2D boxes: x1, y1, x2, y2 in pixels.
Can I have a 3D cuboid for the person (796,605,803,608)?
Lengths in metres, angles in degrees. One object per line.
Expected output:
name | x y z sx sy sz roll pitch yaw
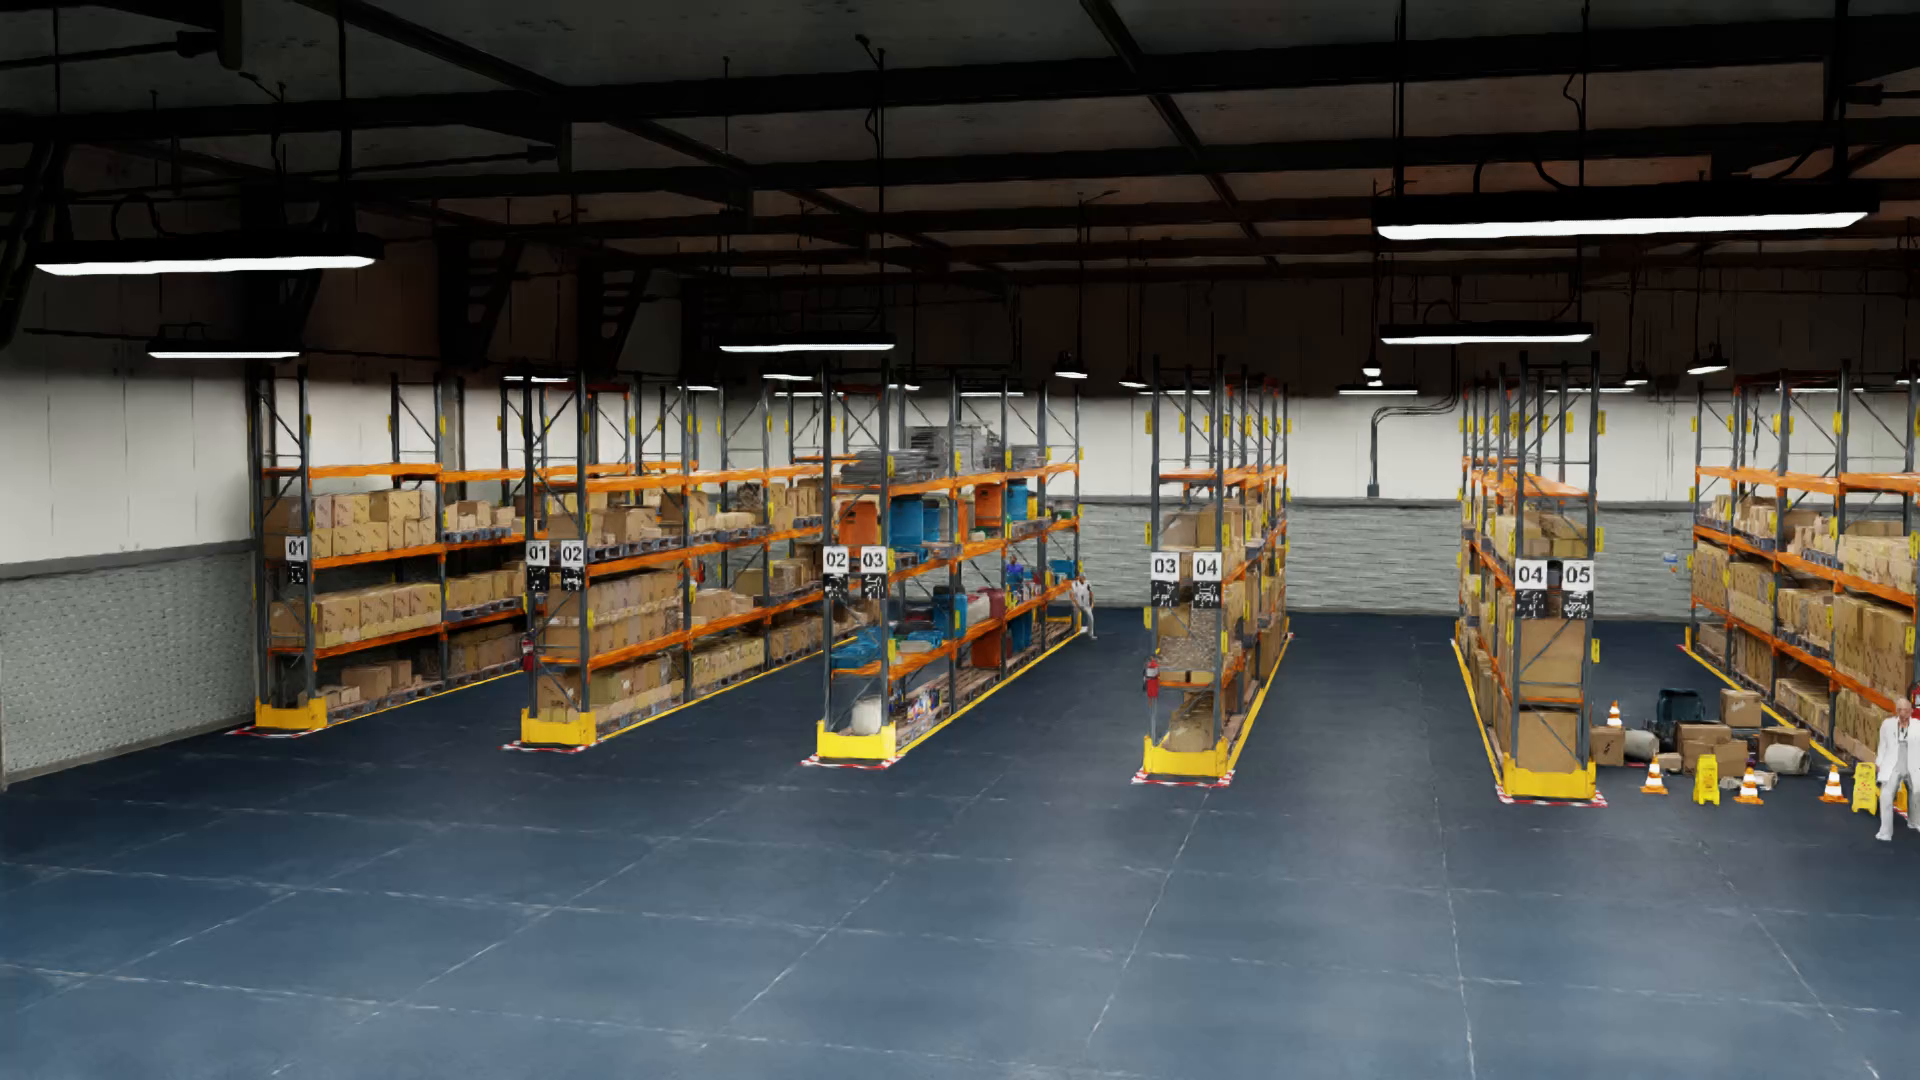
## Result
person | -4.607 1.006 45.514 0.721 1.717 0.546 -2 4 -26

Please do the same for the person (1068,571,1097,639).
person | 2.863 1.509 39.001 0.647 1.588 0.821 0 4 -3

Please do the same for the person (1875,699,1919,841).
person | 11.409 2.759 20.100 0.630 1.722 1.044 3 5 34

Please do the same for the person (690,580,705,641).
person | -5.625 1.711 35.236 0.677 1.742 0.552 1 4 13

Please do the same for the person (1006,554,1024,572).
person | 1.423 1.172 44.049 0.592 1.604 0.513 1 4 12
